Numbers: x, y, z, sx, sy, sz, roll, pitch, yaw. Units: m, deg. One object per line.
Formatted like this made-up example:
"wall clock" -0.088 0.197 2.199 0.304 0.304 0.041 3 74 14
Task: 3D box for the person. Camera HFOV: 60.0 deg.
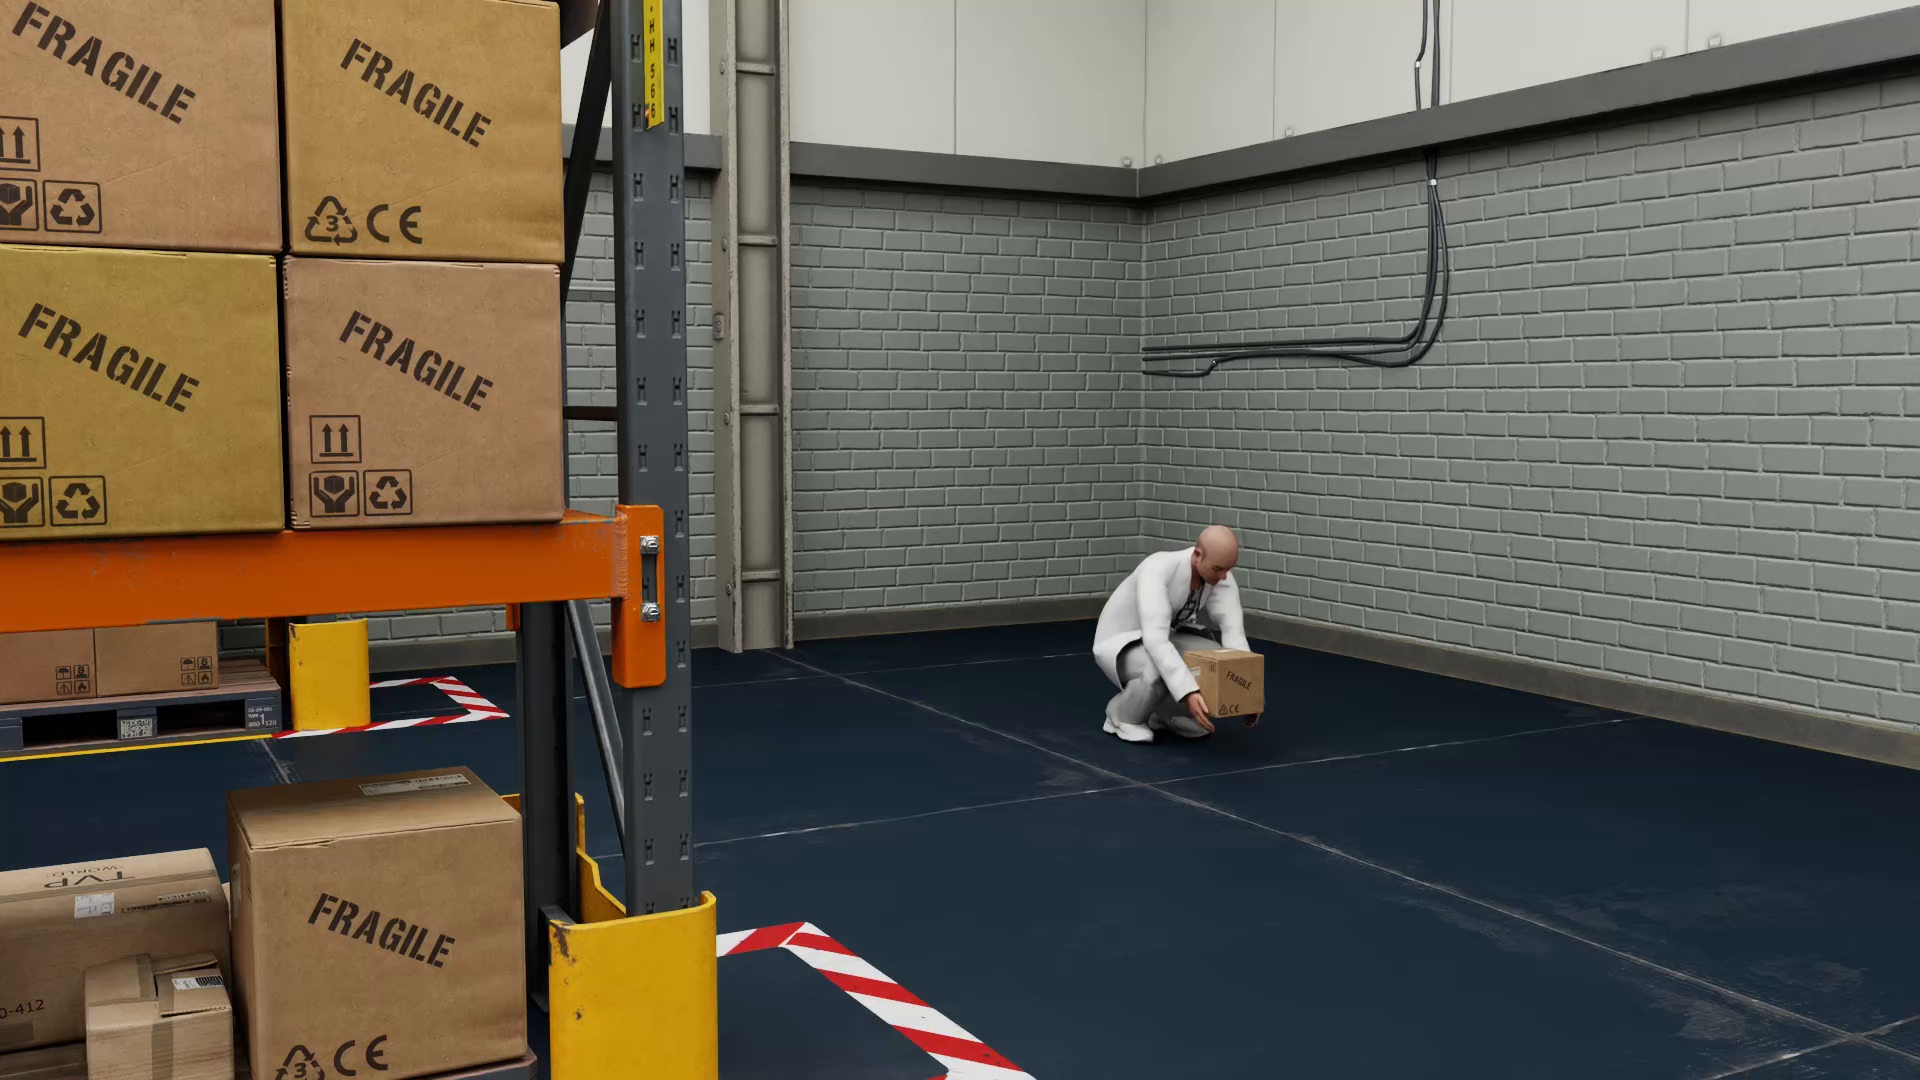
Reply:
"person" 0.961 0.417 7.443 0.578 0.996 0.902 -3 6 -29
